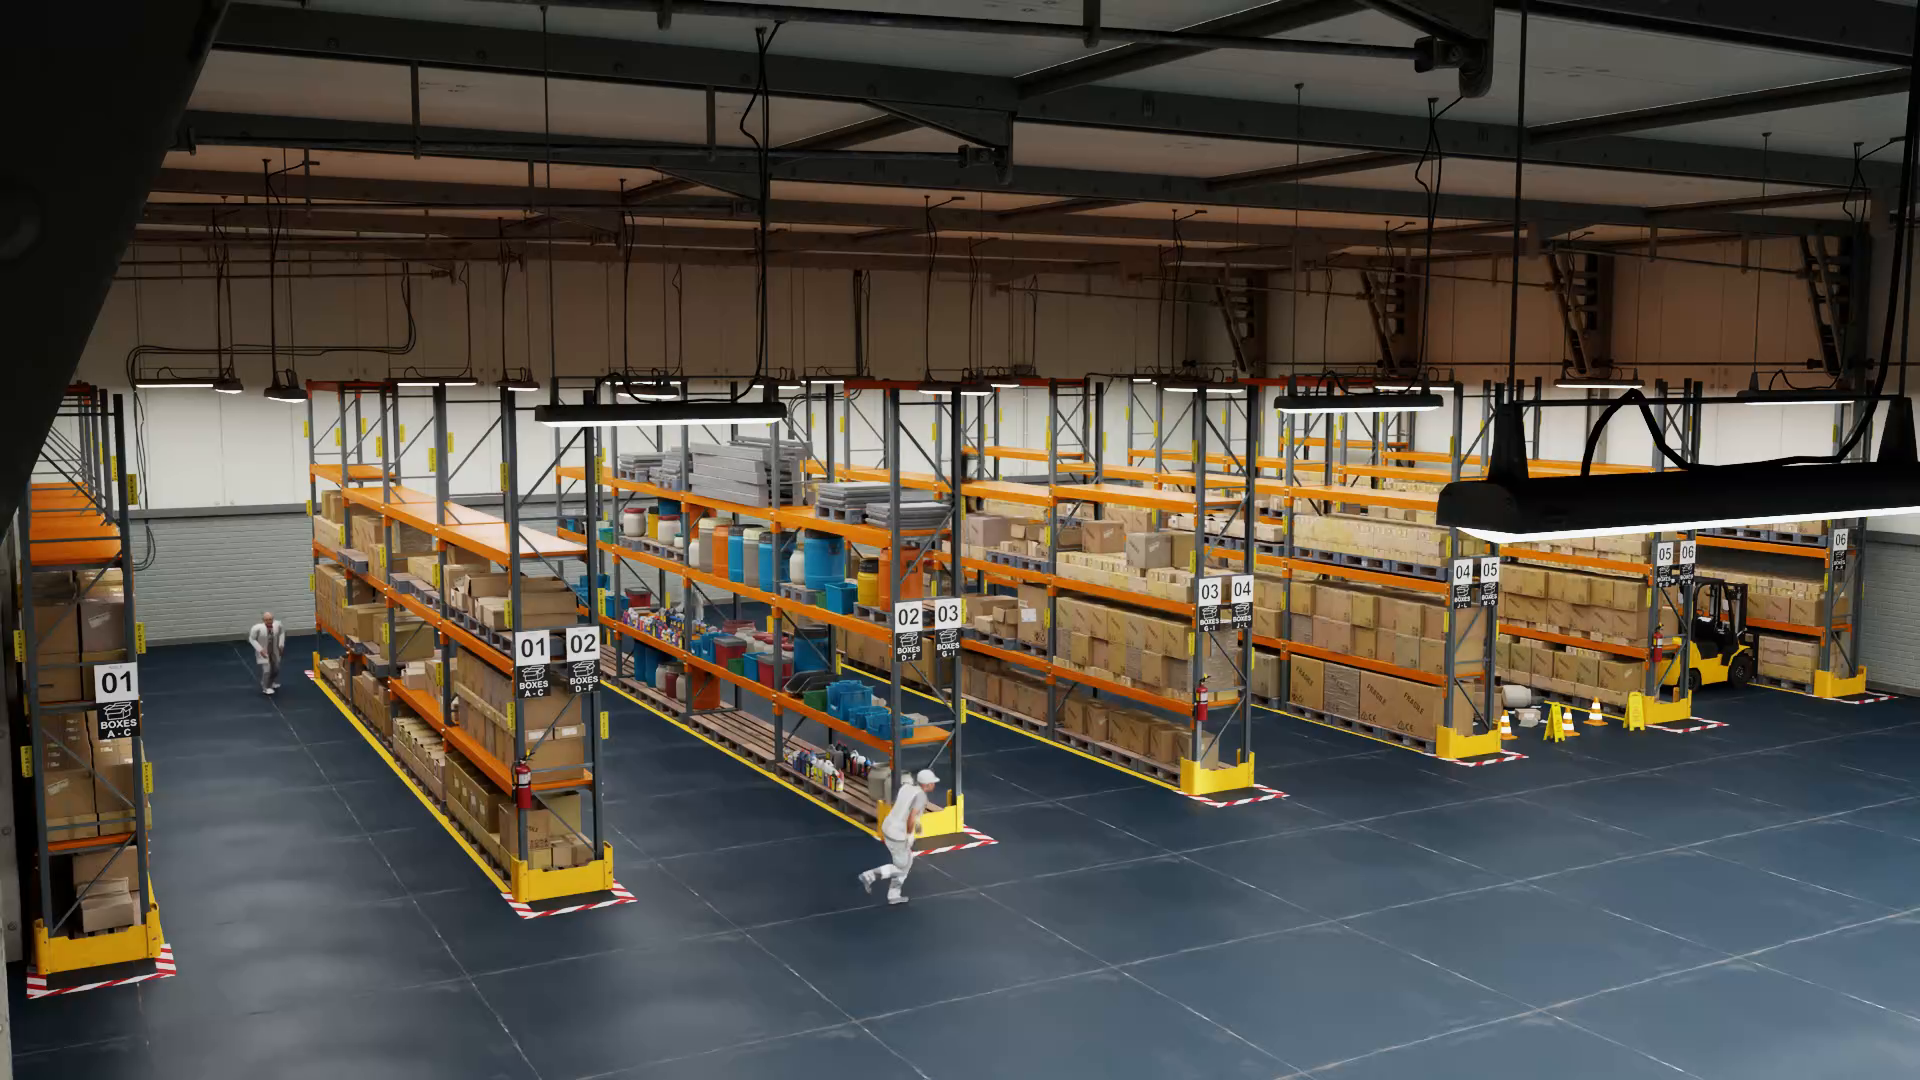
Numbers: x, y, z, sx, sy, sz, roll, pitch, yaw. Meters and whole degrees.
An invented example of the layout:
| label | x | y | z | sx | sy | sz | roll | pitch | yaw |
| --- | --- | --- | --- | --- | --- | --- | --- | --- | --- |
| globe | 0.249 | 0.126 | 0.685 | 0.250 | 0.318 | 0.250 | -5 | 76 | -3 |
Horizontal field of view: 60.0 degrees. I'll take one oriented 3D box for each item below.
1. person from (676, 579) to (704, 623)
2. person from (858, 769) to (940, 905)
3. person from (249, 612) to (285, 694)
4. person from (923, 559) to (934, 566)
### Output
| label | x | y | z | sx | sy | sz | roll | pitch | yaw |
| --- | --- | --- | --- | --- | --- | --- | --- | --- | --- |
| person | -6.539 | 1.270 | 39.946 | 0.906 | 1.682 | 0.581 | 1 | 6 | 8 |
| person | -0.703 | 3.492 | 19.445 | 1.005 | 1.578 | 0.674 | -2 | 6 | -20 |
| person | -13.274 | 2.138 | 31.831 | 0.909 | 1.622 | 0.717 | 5 | 8 | 42 |
| person | -0.683 | 1.145 | 41.101 | 0.653 | 1.800 | 0.702 | 1 | 6 | 14 |
